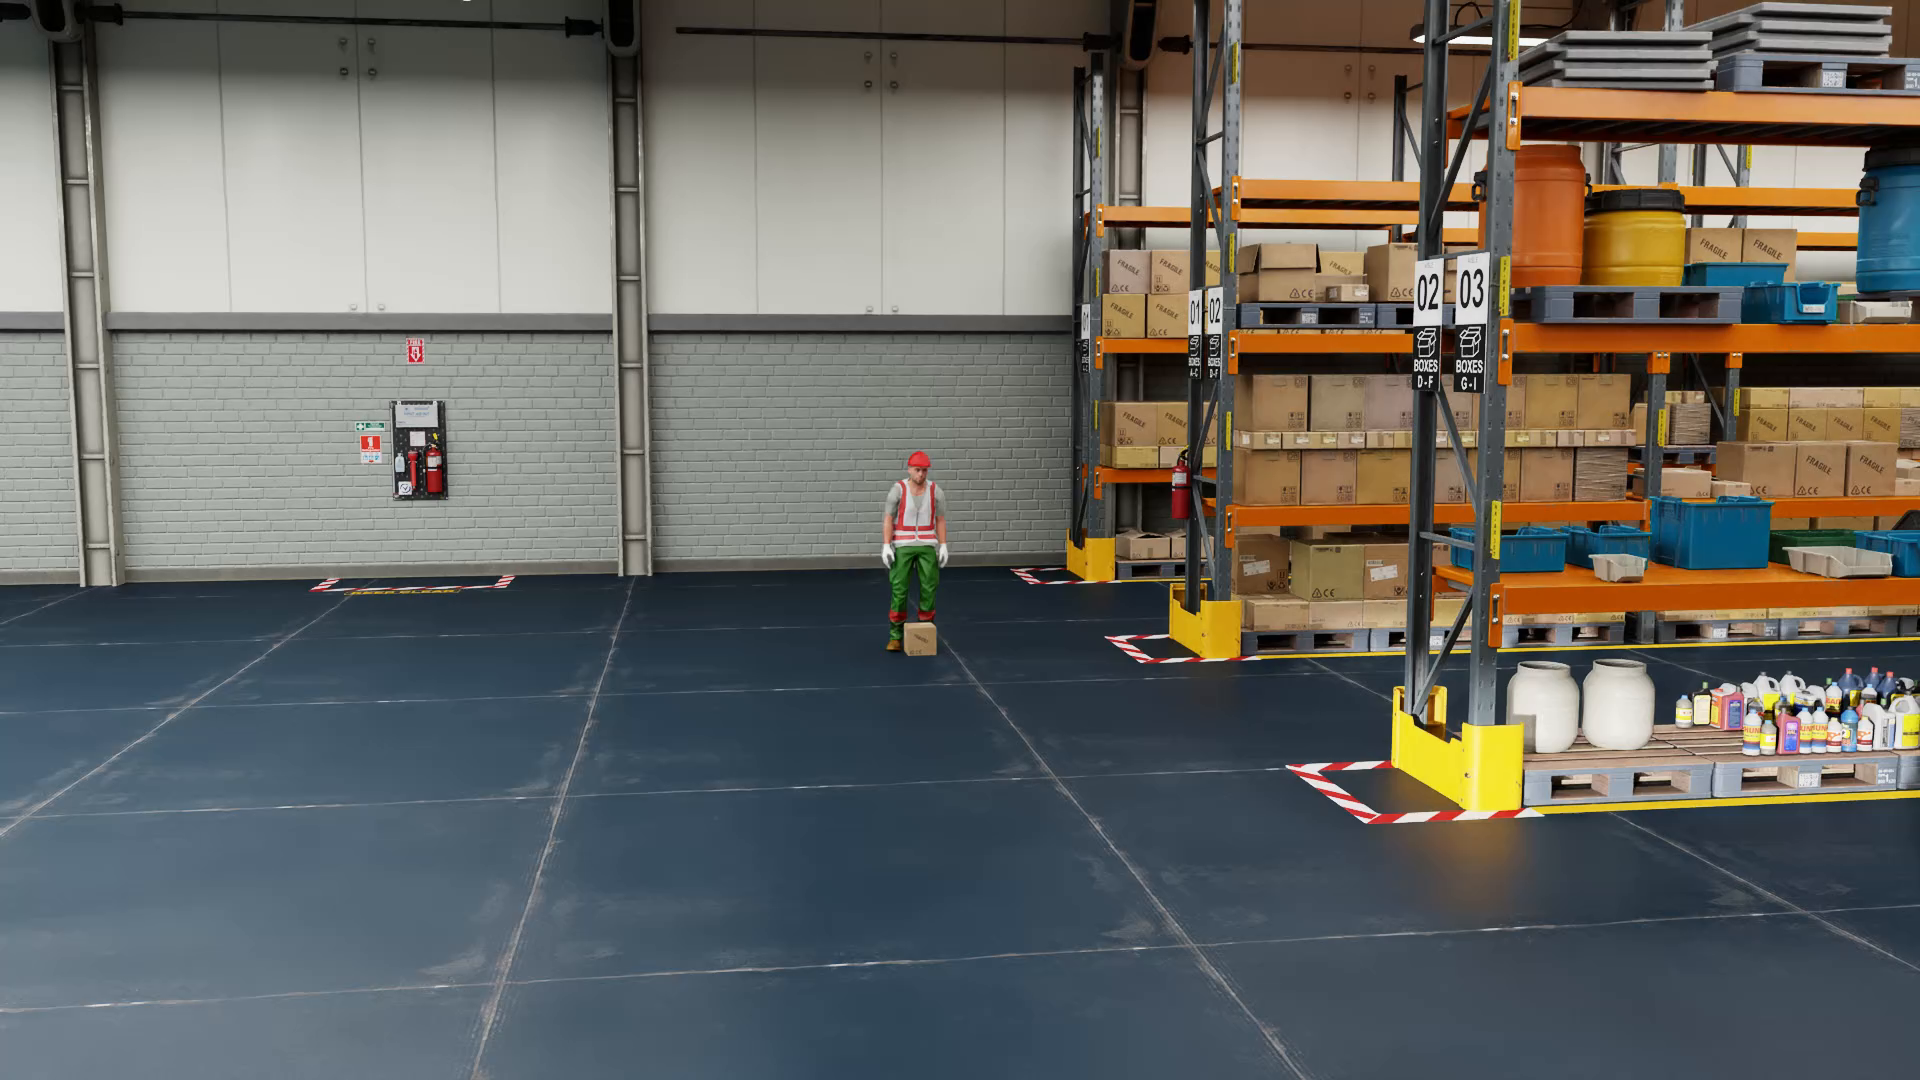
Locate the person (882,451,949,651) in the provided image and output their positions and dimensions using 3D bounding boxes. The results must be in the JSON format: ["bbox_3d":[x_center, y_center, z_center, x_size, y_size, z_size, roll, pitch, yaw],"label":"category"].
[{"bbox_3d":[-0.396,0.093,14.820,0.604,1.777,0.453,-1,7,-11],"label":"person"}]
